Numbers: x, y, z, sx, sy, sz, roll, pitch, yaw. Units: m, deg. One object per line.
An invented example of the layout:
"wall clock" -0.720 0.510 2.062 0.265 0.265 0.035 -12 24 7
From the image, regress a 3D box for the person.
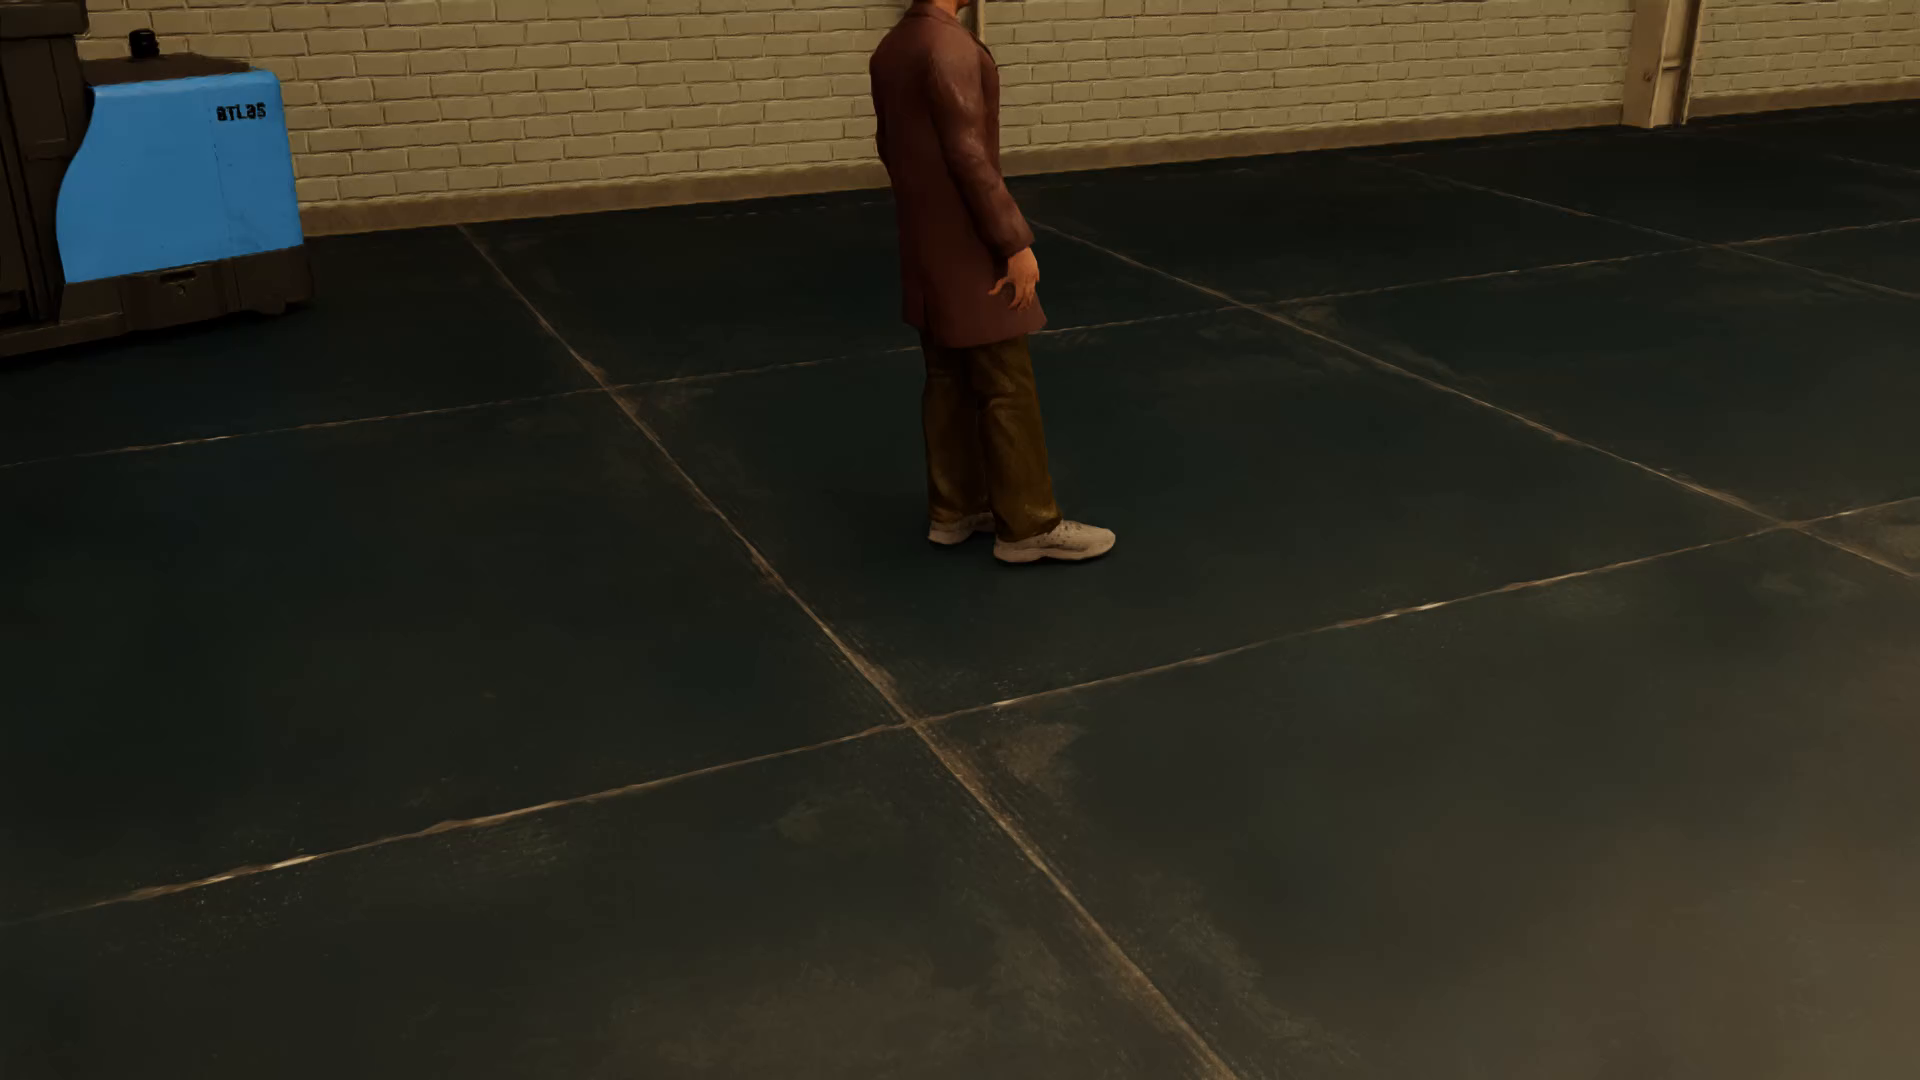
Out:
"person" 0.085 -0.841 4.795 0.580 1.776 0.694 -10 25 -23

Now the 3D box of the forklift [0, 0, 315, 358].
"forklift" -4.350 -2.132 6.418 1.130 2.935 3.031 21 30 41
